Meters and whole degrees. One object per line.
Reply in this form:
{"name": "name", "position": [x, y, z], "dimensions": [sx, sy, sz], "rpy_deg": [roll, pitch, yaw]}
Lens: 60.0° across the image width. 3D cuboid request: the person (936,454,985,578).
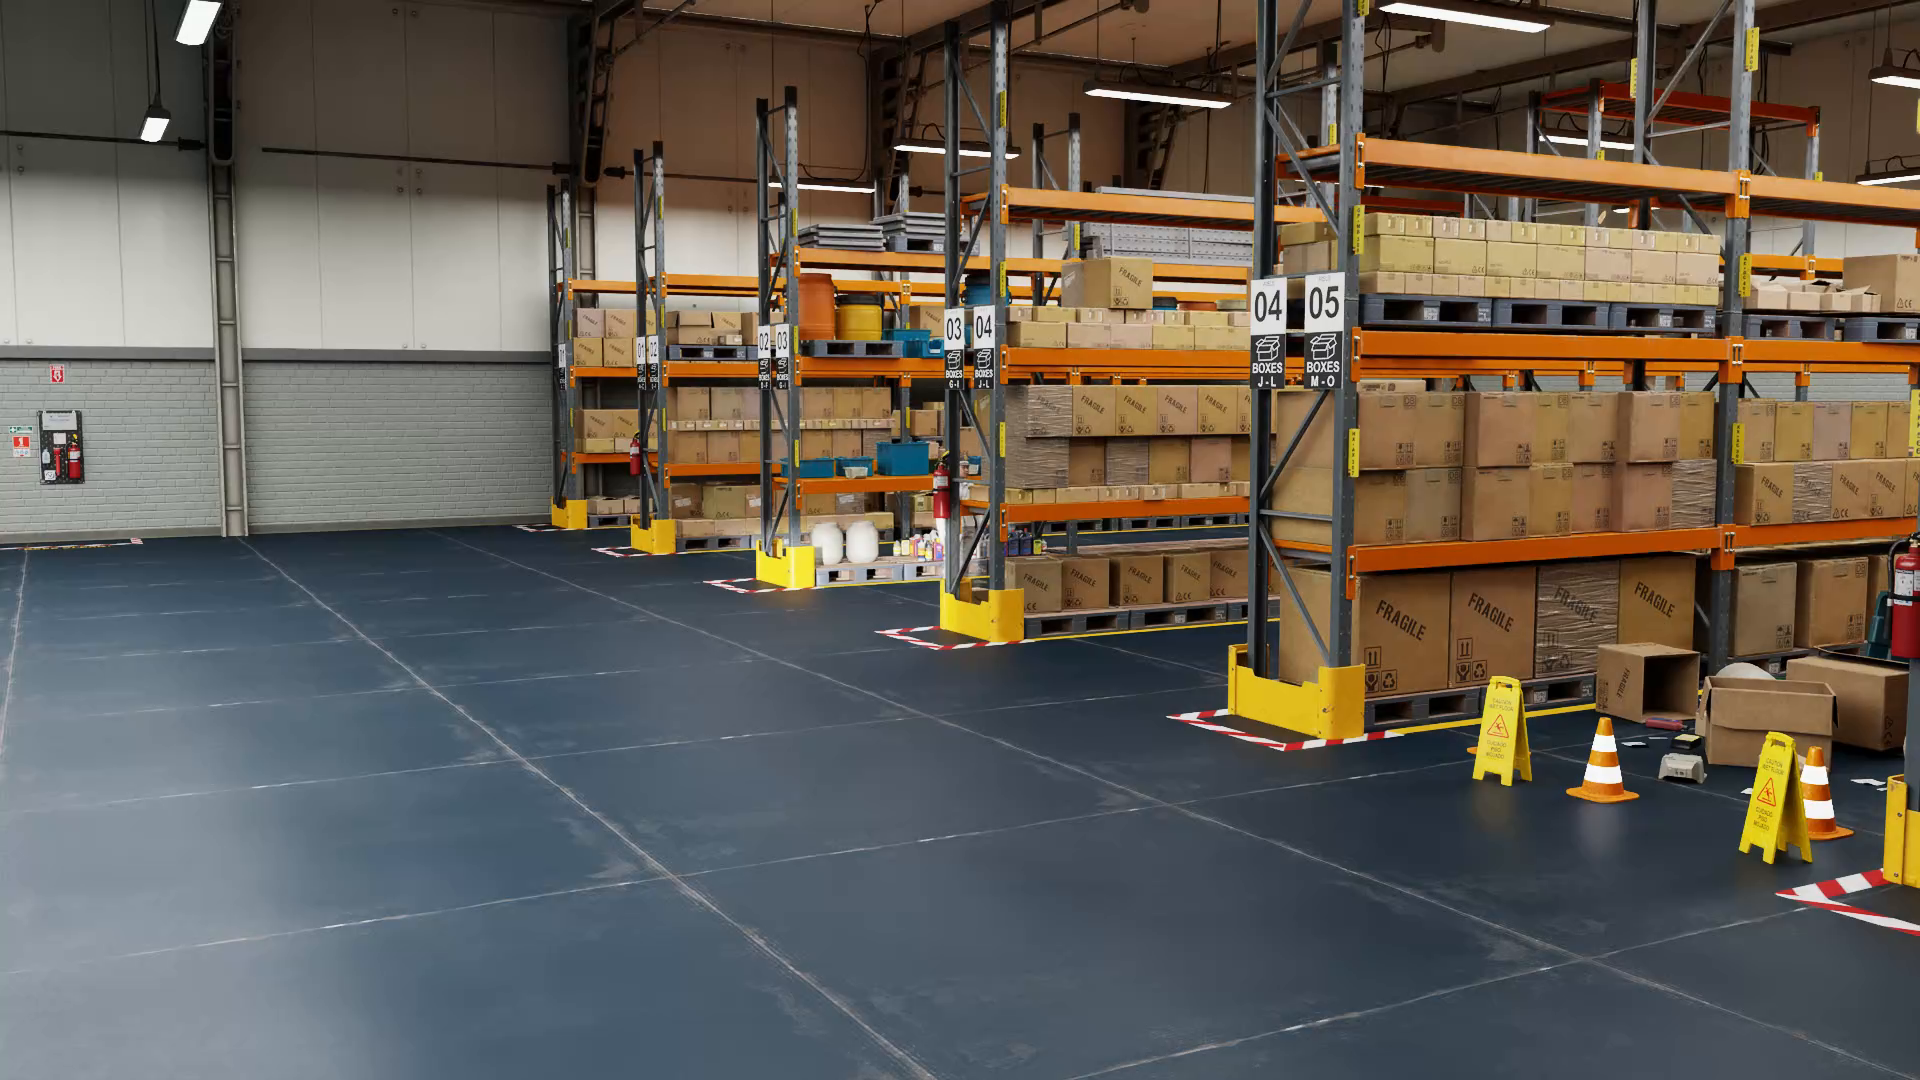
{"name": "person", "position": [0.027, -0.084, 18.157], "dimensions": [0.587, 1.697, 0.534], "rpy_deg": [-3, 6, -29]}
